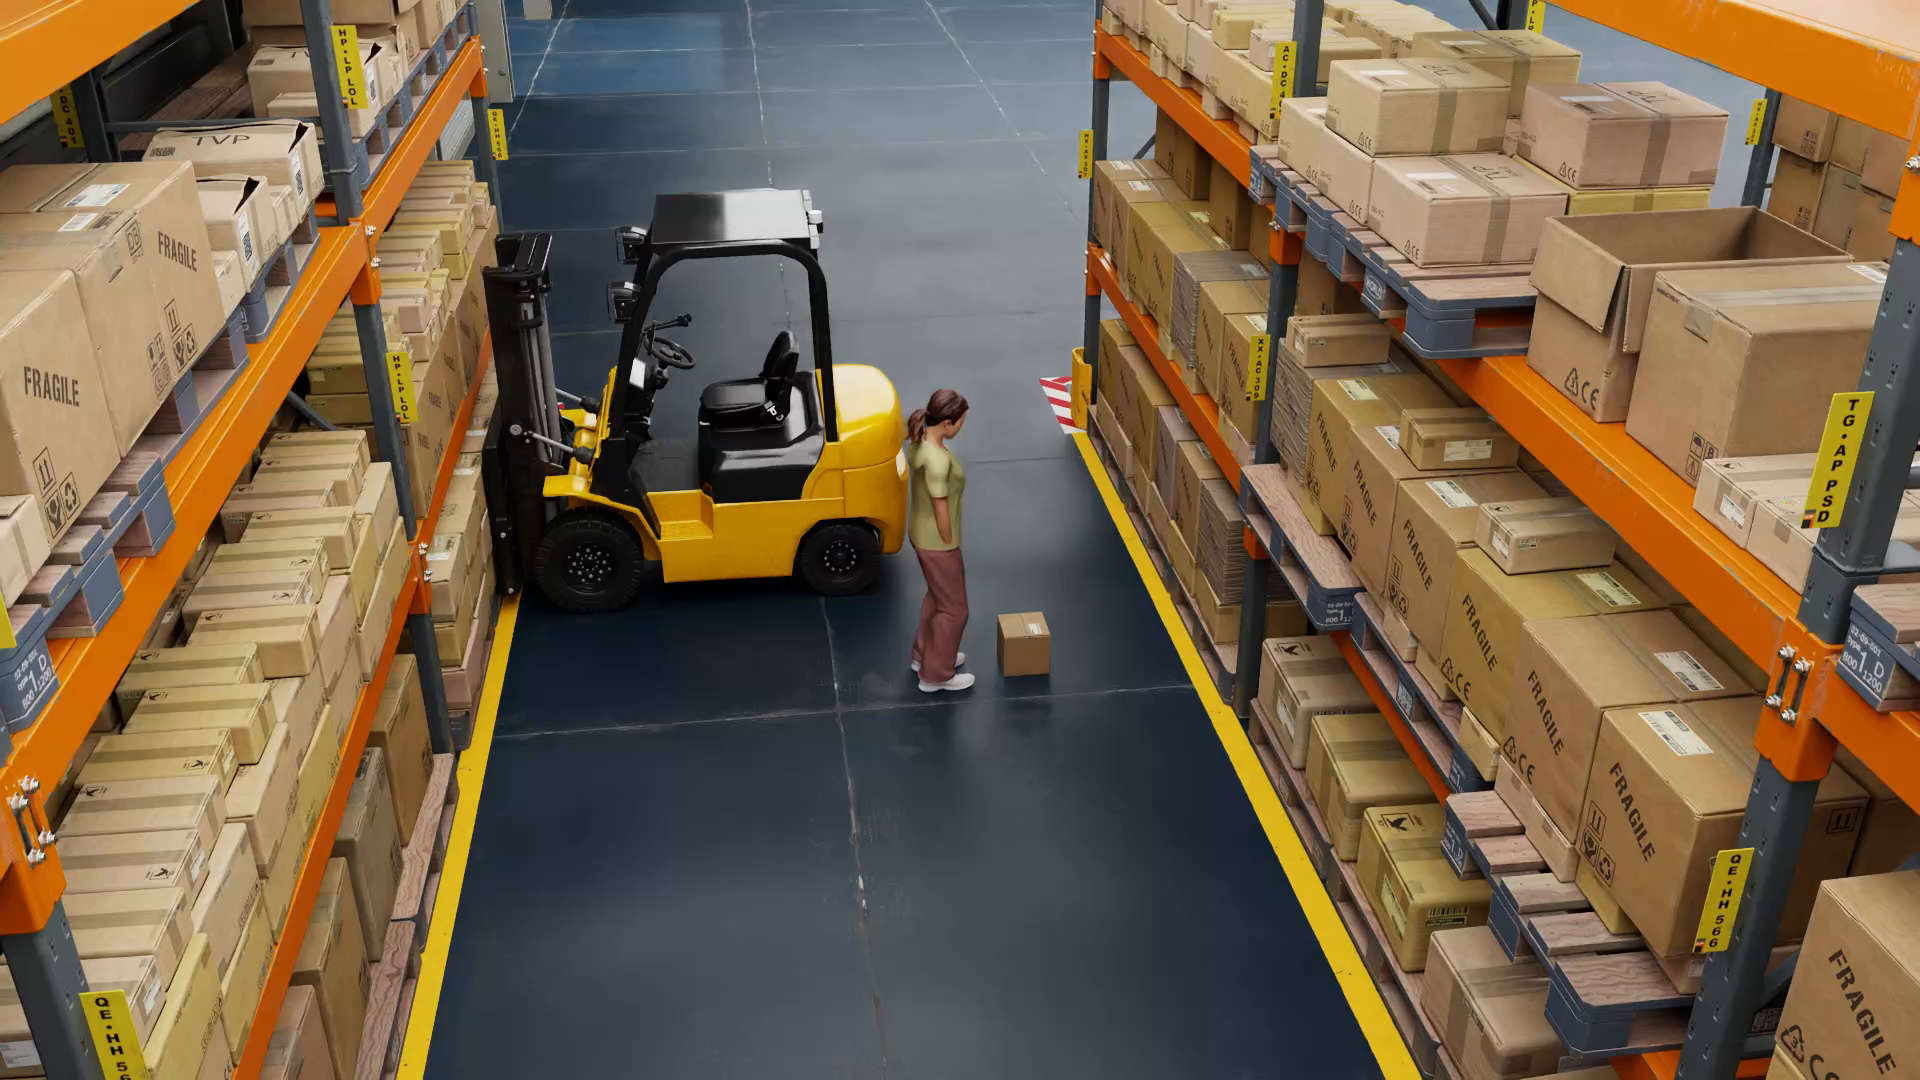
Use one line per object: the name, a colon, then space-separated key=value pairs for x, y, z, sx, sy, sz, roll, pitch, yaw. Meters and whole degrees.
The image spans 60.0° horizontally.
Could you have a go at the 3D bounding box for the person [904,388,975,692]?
person: x=-0.118 y=-0.005 z=8.654 sx=0.356 sy=1.663 sz=0.455 roll=-7 pitch=28 yaw=-13
